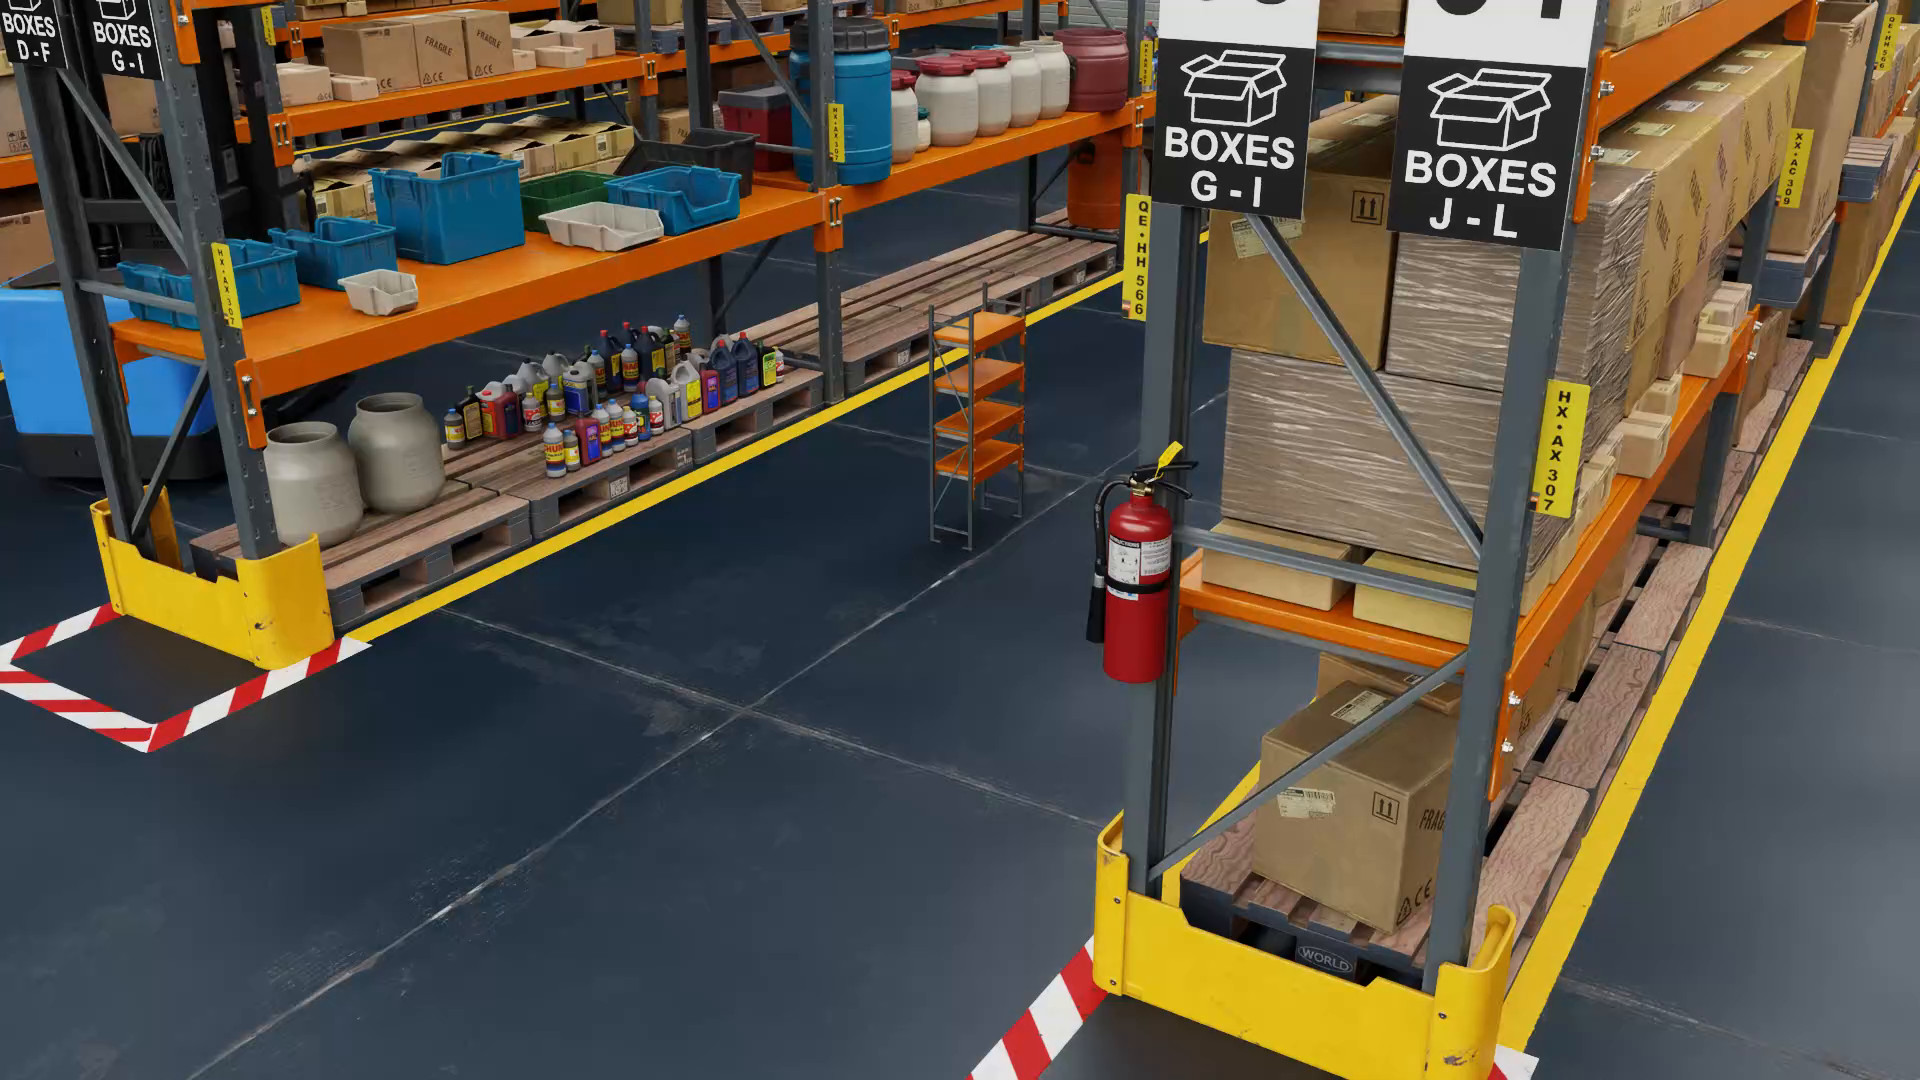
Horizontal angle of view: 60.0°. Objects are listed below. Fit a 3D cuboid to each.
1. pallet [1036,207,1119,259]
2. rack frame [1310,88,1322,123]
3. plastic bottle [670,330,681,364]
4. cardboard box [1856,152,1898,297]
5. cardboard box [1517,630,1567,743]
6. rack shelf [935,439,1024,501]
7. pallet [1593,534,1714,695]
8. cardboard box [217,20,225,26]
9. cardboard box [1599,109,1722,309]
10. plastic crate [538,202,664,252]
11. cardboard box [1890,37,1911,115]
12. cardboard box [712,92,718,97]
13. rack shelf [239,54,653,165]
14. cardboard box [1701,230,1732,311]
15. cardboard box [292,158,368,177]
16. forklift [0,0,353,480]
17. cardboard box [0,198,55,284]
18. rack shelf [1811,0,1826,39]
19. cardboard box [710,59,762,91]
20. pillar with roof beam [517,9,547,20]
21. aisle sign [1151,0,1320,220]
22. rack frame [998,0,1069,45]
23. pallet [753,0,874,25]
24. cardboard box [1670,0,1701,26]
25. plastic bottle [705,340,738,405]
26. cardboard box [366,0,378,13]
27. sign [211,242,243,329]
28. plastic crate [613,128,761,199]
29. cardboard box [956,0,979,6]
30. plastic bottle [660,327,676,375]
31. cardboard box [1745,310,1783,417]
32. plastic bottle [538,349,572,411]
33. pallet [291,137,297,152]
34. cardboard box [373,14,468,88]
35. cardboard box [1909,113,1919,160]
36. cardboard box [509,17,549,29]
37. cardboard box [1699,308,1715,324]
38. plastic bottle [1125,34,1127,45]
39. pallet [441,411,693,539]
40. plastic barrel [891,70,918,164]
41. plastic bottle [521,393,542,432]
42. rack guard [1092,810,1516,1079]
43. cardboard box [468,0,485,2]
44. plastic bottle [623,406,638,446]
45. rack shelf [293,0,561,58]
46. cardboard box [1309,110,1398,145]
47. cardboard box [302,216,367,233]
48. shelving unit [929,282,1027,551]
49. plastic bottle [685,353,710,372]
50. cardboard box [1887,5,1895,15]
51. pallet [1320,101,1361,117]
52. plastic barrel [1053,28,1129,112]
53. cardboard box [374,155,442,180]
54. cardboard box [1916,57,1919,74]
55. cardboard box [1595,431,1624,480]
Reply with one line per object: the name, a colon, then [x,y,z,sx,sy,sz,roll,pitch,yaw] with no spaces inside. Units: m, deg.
pallet: [1.324,-2.661,14.130,1.003,0.211,1.213,14,27,29]
rack frame: [3.053,-5.015,16.060,1.000,3.000,0.127,14,27,29]
plastic bottle: [-1.761,-1.183,10.176,0.097,0.201,0.097,0,23,0]
cardboard box: [6.009,-2.373,12.102,1.225,0.875,0.875,14,27,29]
cardboard box: [1.907,0.404,6.160,0.500,0.500,0.500,17,29,34]
rack shelf: [0.087,-0.363,8.246,0.258,0.148,0.480,14,27,29]
pallet: [2.717,0.236,7.438,1.003,0.211,1.213,14,27,29]
cardboard box: [-5.602,-3.845,11.597,0.700,0.500,0.500,14,27,29]
cardboard box: [1.985,-1.033,5.103,0.500,0.500,0.500,14,27,29]
plastic crate: [-1.808,-1.593,8.486,0.530,0.136,0.437,14,27,29]
cardboard box: [6.710,-3.465,12.352,0.500,0.500,0.500,14,27,28]
cardboard box: [-2.696,-4.299,16.997,0.500,0.500,0.500,13,27,27]
rack shelf: [-4.318,-3.700,13.926,1.077,0.370,4.000,14,27,29]
cardboard box: [2.751,-1.321,7.025,0.875,0.500,0.500,14,27,29]
cardboard box: [-5.134,-2.917,13.438,0.500,0.311,0.500,15,27,30]
forklift: [-4.411,-2.207,9.659,1.130,2.935,3.031,1,23,3]
cardboard box: [-6.218,-1.920,10.897,0.500,0.500,0.500,14,27,29]
rack shelf: [4.096,-2.999,8.531,1.077,0.370,4.000,14,27,29]
cardboard box: [-2.407,-4.835,17.291,0.500,0.250,0.500,13,27,28]
pillar with roof beam: [-2.072,-9.360,18.544,9.100,9.000,0.400,14,27,29]
aisle sign: [0.643,-1.162,3.887,0.394,0.787,0.004,14,27,29]
rack frame: [0.957,-7.405,21.579,1.000,3.000,0.127,14,27,29]
pallet: [-1.667,-5.720,17.928,1.003,0.211,1.213,14,27,29]
cardboard box: [1.672,-1.519,4.396,0.500,0.250,0.500,13,27,28]
plastic bottle: [-1.363,-0.959,9.470,0.144,0.351,0.185,12,26,26]
cardboard box: [-6.723,-5.964,18.542,0.380,0.149,0.250,14,27,28]
sign: [-2.812,-0.976,6.379,0.100,0.325,0.005,14,27,29]
plastic crate: [-1.551,-2.137,9.488,0.767,0.338,0.504,14,27,29]
cardboard box: [-0.120,-6.557,19.496,0.500,0.500,0.500,14,27,29]
plastic bottle: [-1.764,-1.118,9.922,0.061,0.283,0.133,14,27,29]
cardboard box: [4.240,-1.069,9.537,0.700,0.500,0.500,16,28,33]
plastic bottle: [-2.269,-0.909,9.355,0.144,0.351,0.185,14,27,29]
pallet: [-7.887,-4.198,17.682,1.003,0.211,1.213,14,27,29]
cardboard box: [-4.412,-4.003,13.596,0.500,0.500,0.500,14,27,29]
cardboard box: [9.101,-4.312,16.582,0.875,0.875,0.875,14,27,29]
cardboard box: [-5.596,-6.051,20.630,0.750,0.750,0.750,14,27,30]
cardboard box: [2.854,-0.874,6.809,0.380,0.149,0.250,14,27,29]
plastic bottle: [1.397,-4.224,14.377,0.061,0.283,0.133,14,27,29]
pallet: [-2.199,-0.404,8.918,1.003,0.211,1.213,14,27,29]
plastic barrel: [-0.476,-2.655,10.435,0.433,0.535,0.433,0,23,0]
plastic bottle: [-2.335,-0.701,9.062,0.097,0.201,0.097,0,23,0]
rack guard: [0.971,1.194,4.862,1.175,0.500,0.348,14,27,29]
cardboard box: [-5.864,-6.474,19.720,0.380,0.149,0.250,14,27,29]
plastic bottle: [-1.770,-0.613,8.858,0.097,0.201,0.097,0,23,0]
rack shelf: [-6.419,-6.086,19.439,1.077,0.370,4.000,14,27,29]
cardboard box: [1.270,-0.976,4.970,0.500,0.500,0.500,14,27,29]
cardboard box: [-4.950,-2.370,12.881,0.500,0.250,0.500,13,27,28]
shelving unit: [0.087,-0.606,8.141,0.258,1.200,0.503,14,27,29]
plastic bottle: [-1.502,-0.947,9.537,0.152,0.276,0.135,14,27,29]
cardboard box: [6.559,-4.037,12.412,0.797,0.503,0.637,14,27,30]
pallet: [4.695,-4.816,19.108,1.003,0.211,1.213,14,27,29]
plastic barrel: [0.956,-3.508,12.406,0.600,0.536,0.708,14,27,29]
cardboard box: [-4.403,-2.973,13.568,0.500,0.311,0.500,13,27,27]
cardboard box: [7.976,-4.070,14.192,0.380,0.149,0.250,15,28,31]
cardboard box: [1.938,-0.282,5.441,0.380,0.149,0.250,14,27,29]
